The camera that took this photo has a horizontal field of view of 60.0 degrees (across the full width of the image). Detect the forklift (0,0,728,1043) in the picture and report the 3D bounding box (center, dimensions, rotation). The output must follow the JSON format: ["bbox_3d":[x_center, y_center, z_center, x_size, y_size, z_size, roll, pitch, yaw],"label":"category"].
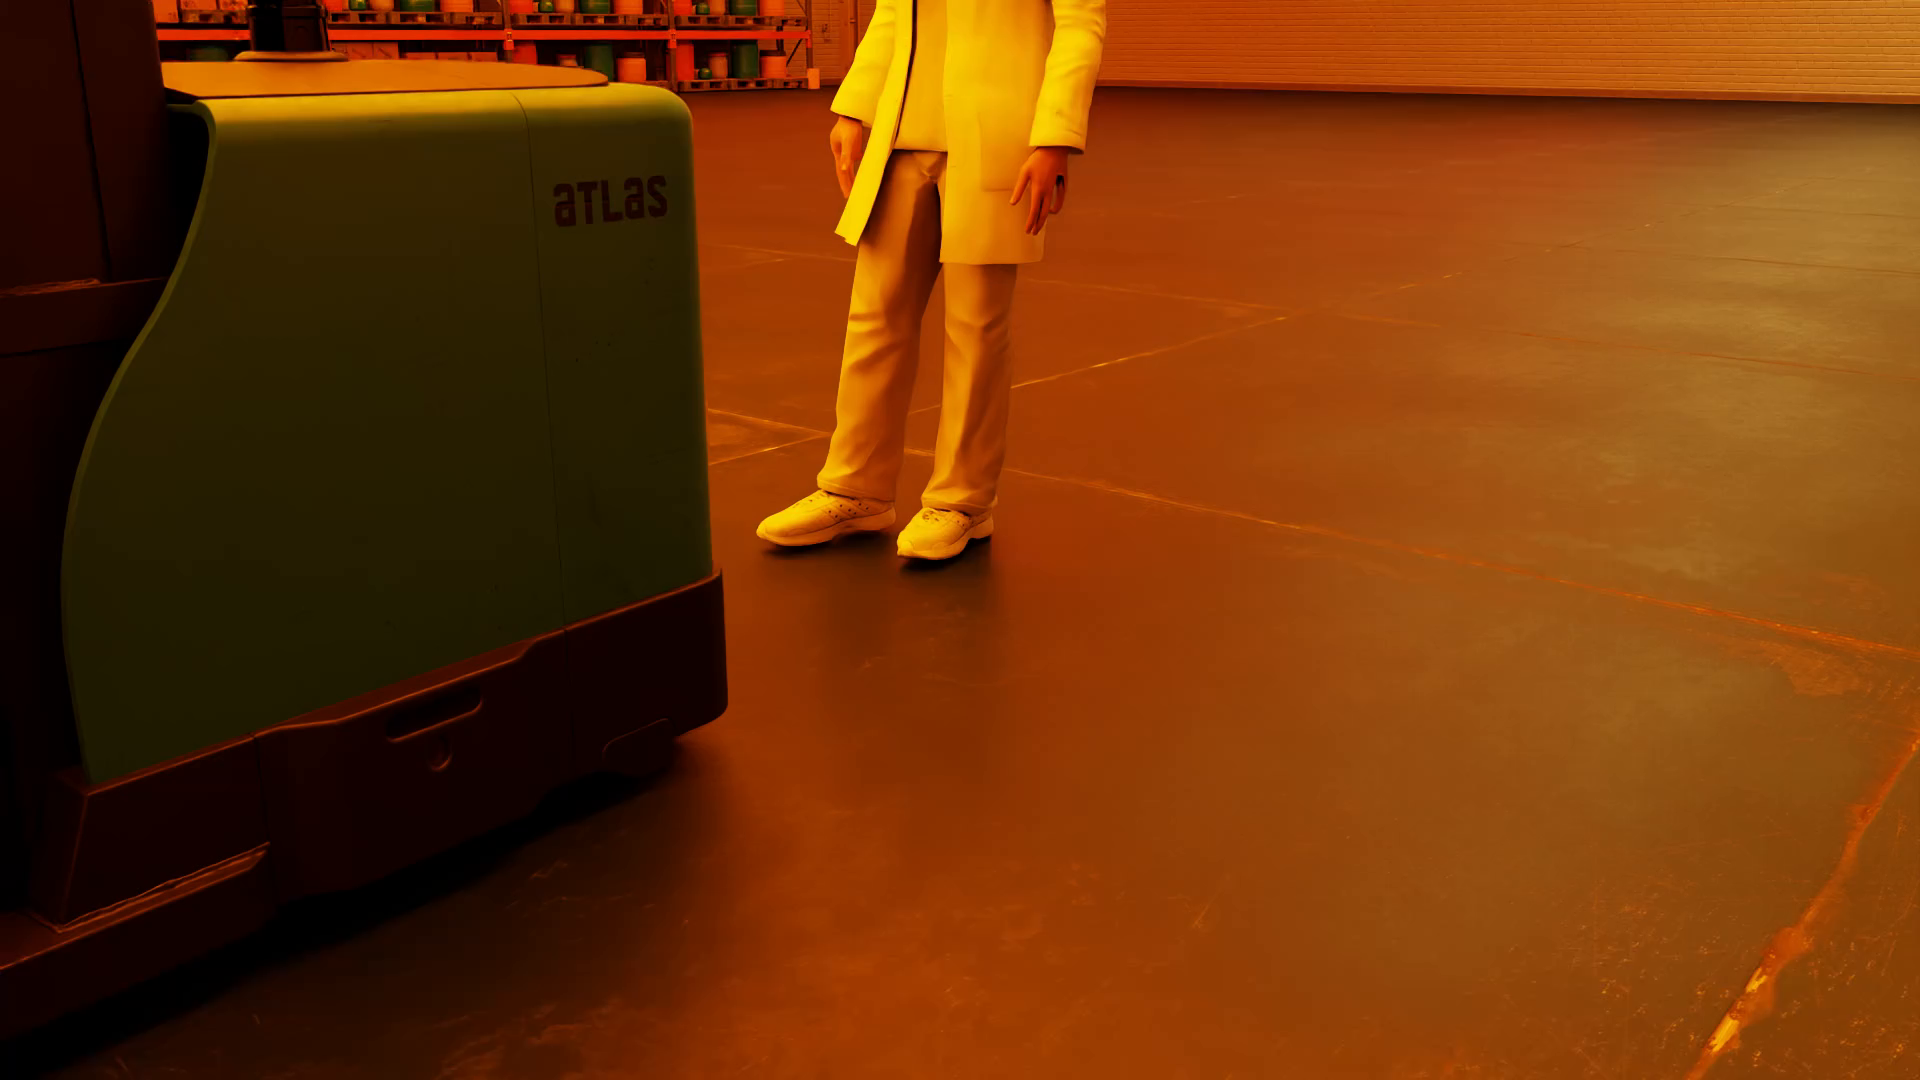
[{"bbox_3d":[-1.689,-0.806,1.551,1.130,2.935,3.031,13,21,36],"label":"forklift"}]

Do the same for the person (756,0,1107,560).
[{"bbox_3d":[-0.061,-0.838,3.616,0.696,1.778,0.578,13,21,37],"label":"person"}]
